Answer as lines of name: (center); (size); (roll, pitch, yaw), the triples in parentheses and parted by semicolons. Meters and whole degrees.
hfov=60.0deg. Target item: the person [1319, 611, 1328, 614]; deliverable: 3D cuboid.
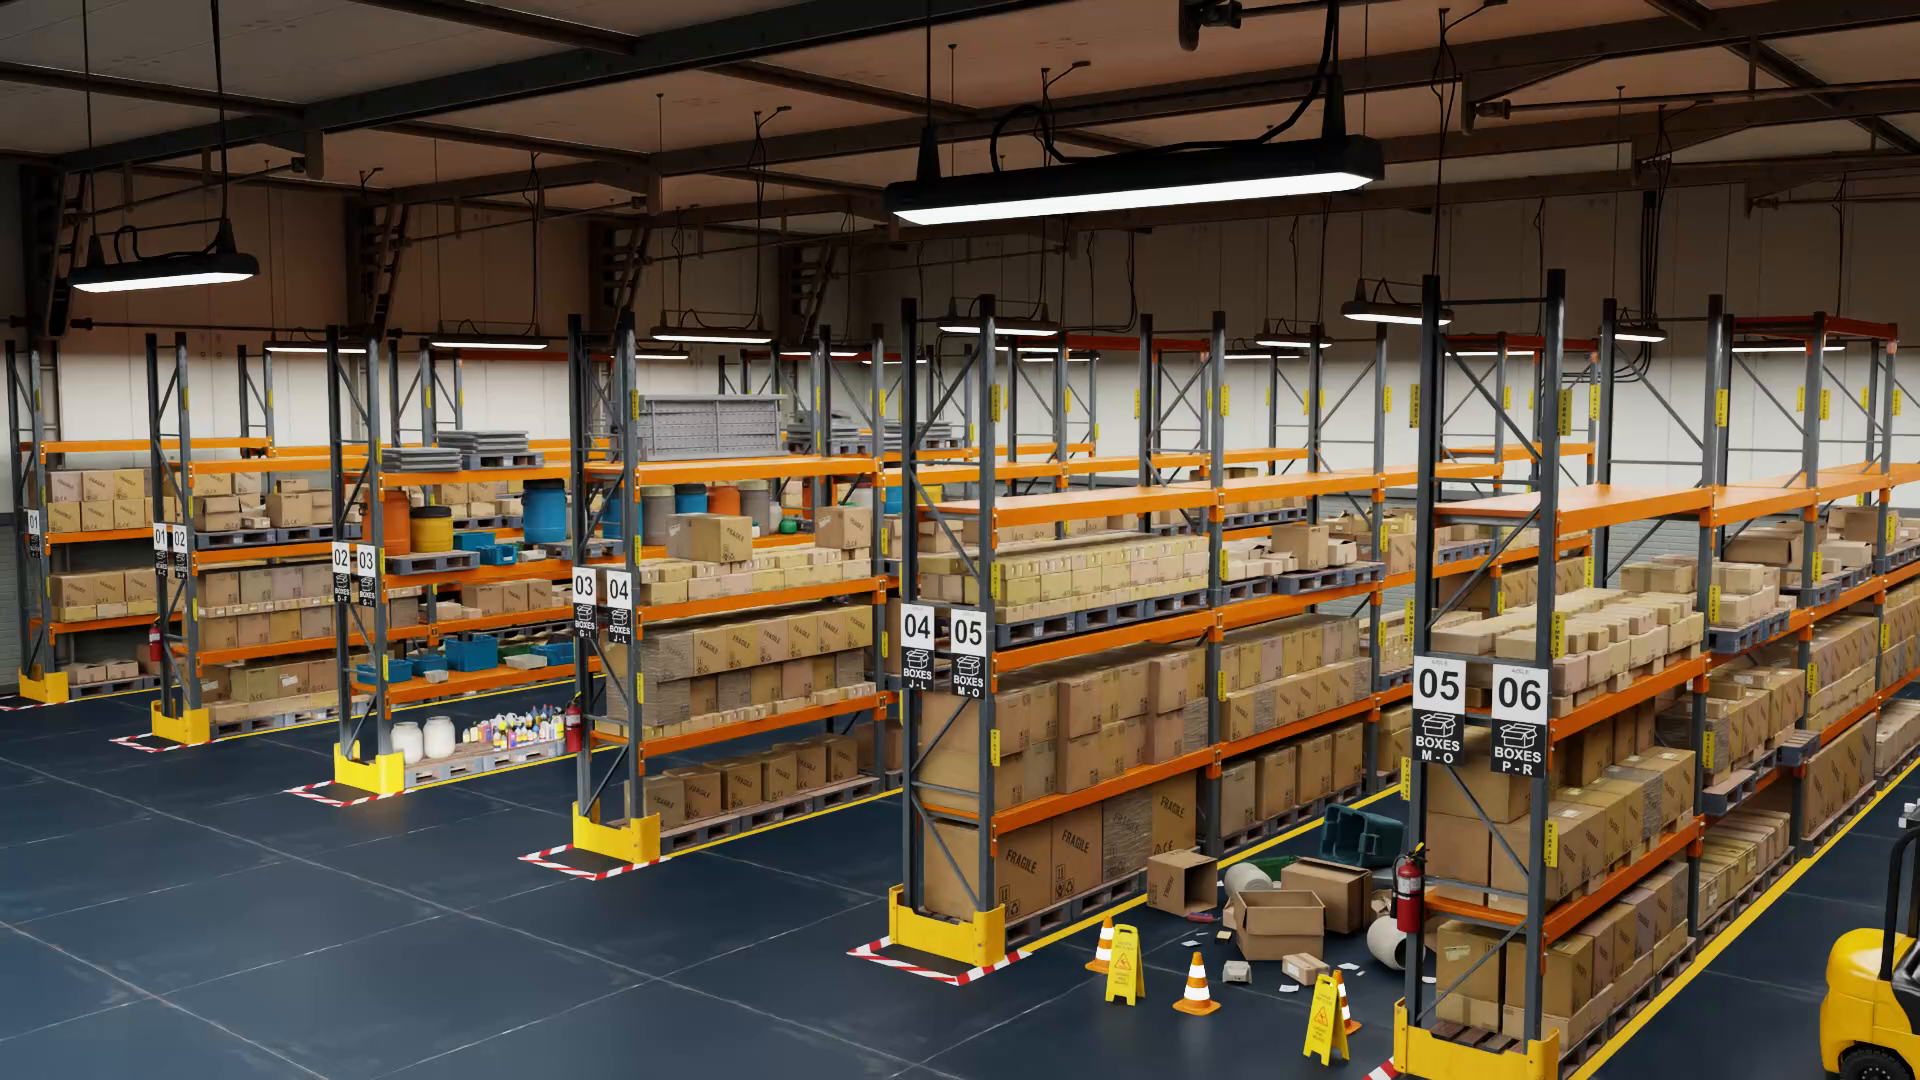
person: (5.561, 1.979, 25.540); (0.638, 1.779, 0.499); (0, 5, 1)
